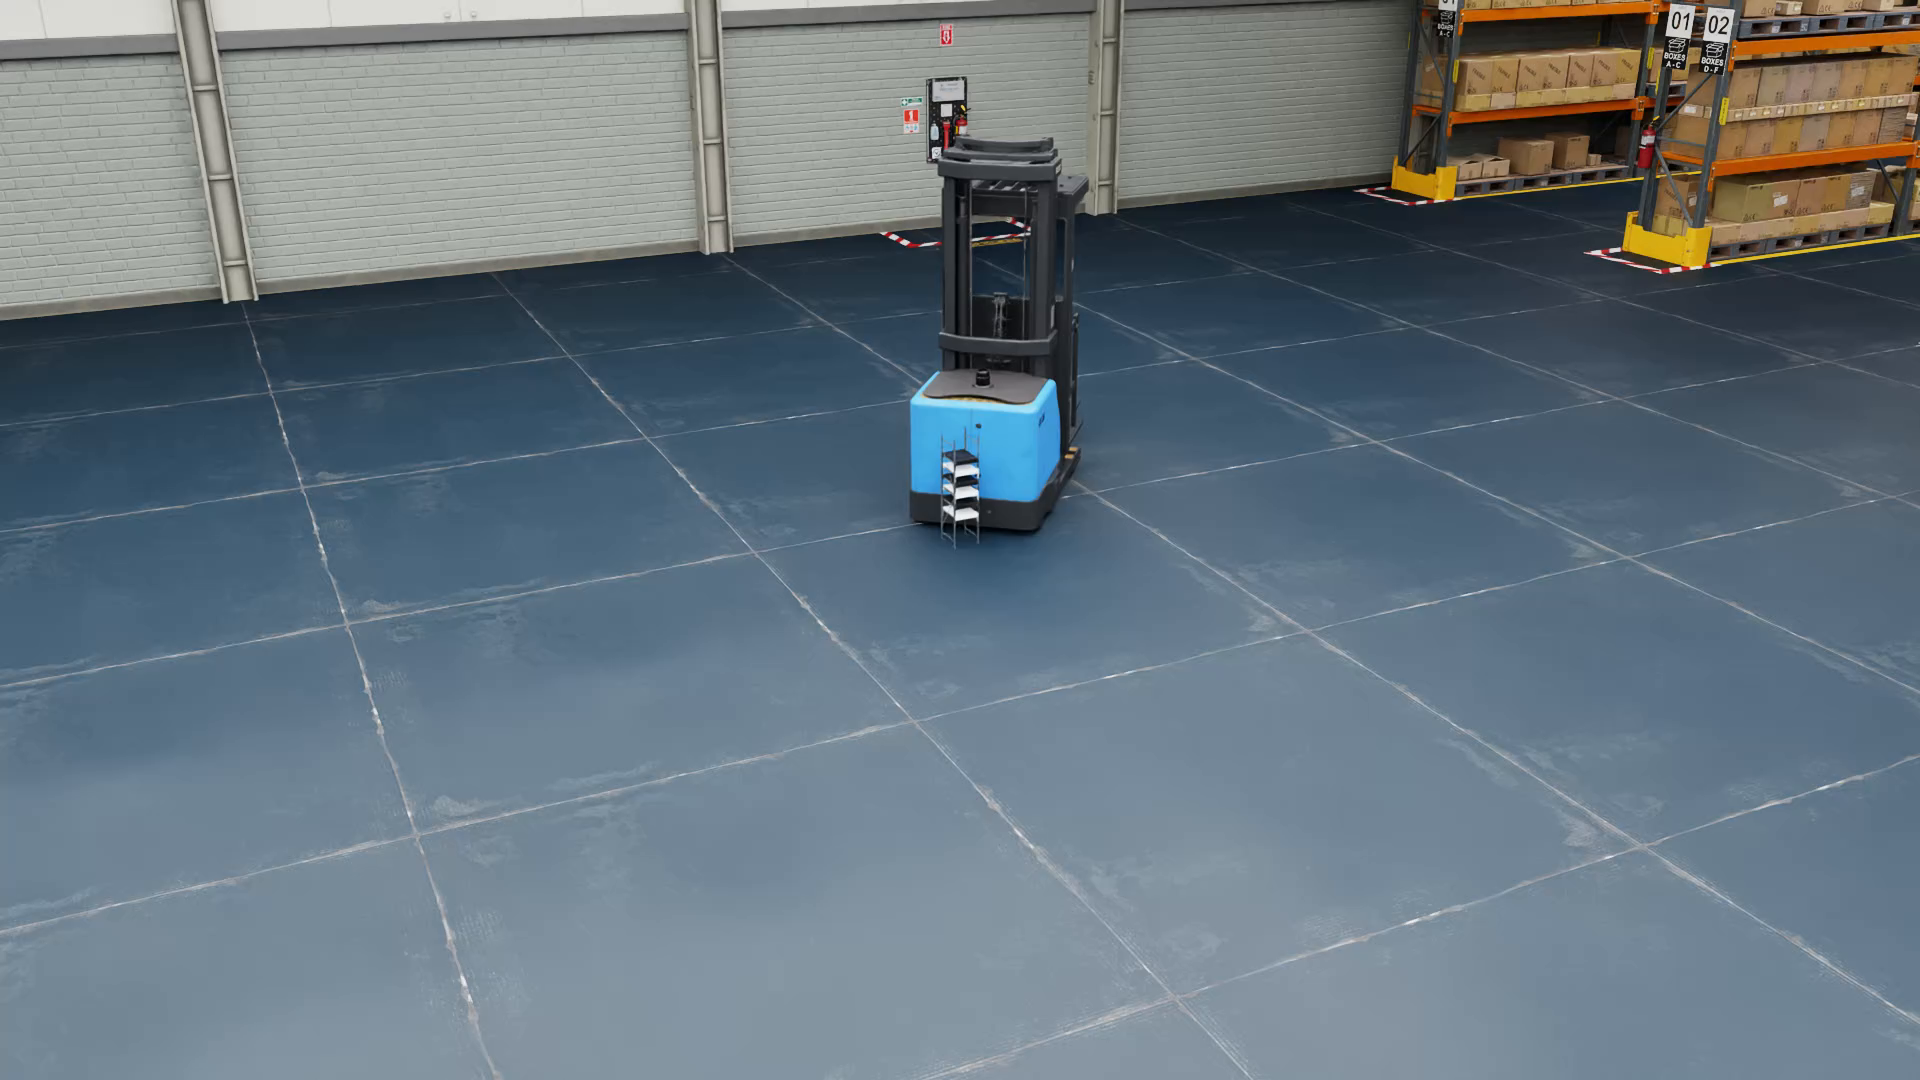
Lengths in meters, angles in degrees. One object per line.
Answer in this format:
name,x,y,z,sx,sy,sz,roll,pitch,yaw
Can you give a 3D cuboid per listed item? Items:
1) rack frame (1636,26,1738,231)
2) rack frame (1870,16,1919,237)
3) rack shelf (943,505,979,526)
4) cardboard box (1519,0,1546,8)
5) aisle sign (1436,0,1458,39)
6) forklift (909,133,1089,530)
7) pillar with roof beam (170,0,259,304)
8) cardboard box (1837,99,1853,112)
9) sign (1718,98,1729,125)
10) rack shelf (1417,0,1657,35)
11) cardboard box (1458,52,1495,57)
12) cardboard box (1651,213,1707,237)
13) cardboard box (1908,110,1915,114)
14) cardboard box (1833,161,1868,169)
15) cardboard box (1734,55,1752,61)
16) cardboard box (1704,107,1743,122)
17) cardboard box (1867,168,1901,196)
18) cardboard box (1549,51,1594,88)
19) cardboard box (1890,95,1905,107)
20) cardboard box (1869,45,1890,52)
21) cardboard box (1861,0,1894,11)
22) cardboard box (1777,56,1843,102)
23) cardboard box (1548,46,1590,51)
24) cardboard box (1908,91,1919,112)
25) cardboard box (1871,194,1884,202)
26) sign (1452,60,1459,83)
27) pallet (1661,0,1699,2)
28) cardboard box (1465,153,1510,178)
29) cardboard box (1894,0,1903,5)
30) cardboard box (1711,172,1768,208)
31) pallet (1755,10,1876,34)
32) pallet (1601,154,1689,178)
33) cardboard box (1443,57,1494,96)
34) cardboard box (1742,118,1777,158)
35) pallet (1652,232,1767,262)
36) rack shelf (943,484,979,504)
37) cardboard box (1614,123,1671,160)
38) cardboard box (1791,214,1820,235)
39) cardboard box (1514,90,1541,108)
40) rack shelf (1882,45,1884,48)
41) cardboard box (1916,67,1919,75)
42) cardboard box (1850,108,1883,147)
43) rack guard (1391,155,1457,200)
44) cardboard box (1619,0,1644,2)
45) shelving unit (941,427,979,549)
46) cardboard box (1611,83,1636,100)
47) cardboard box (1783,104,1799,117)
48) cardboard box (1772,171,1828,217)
rack frame,9.408,-5.168,21.636,0.127,3.000,1.000,-10,25,-24
rack frame,13.013,-5.831,23.239,0.127,3.000,1.000,-10,25,-24
rack shelf,-0.002,-0.204,12.947,0.200,0.077,0.258,-11,25,-24
cardboard box,8.632,-8.449,25.484,0.500,0.500,0.500,-9,24,-21
aisle sign,7.322,-7.960,24.982,0.004,0.787,0.394,-10,25,-24
forklift,0.448,-1.964,13.985,1.130,2.935,3.031,5,23,13
pillar with roof beam,-6.840,-5.591,14.814,0.400,9.000,9.100,-10,25,-24
cardboard box,11.716,-5.848,22.300,0.250,0.149,0.380,-10,24,-22
sign,9.644,-5.412,20.990,0.005,0.325,0.100,-10,25,-24
rack shelf,9.059,-8.260,26.124,4.000,0.370,1.077,-10,25,-24
cardboard box,8.047,-7.392,26.199,0.500,0.500,0.500,-10,25,-23
cardboard box,9.763,-4.282,22.542,0.500,0.250,0.500,-10,25,-24
cardboard box,13.725,-5.978,23.769,0.258,0.266,0.396,-11,25,-25
cardboard box,12.459,-5.132,23.616,0.500,0.500,0.500,-10,25,-24
cardboard box,12.933,-8.155,28.146,0.500,0.500,0.700,-10,25,-24
cardboard box,9.855,-5.505,21.470,0.250,0.149,0.380,-11,25,-24
cardboard box,13.253,-5.180,23.978,0.500,0.311,0.500,-10,25,-24
cardboard box,9.663,-7.475,26.398,0.500,0.500,0.500,-11,25,-25
cardboard box,12.637,-6.018,22.711,0.250,0.149,0.380,-11,25,-25
cardboard box,15.937,-8.552,29.266,0.500,0.500,0.500,-11,25,-24
cardboard box,12.044,-7.066,21.895,0.250,0.149,0.380,-10,25,-24
cardboard box,11.259,-6.151,22.185,0.500,0.500,0.700,-10,25,-24
cardboard box,9.879,-7.734,27.024,0.500,0.500,0.500,-11,25,-24
cardboard box,16.740,-7.765,30.170,0.750,0.750,0.750,-10,24,-22
cardboard box,13.260,-4.924,24.092,0.500,0.250,0.500,-11,25,-24
sign,7.492,-7.087,25.141,0.005,0.325,0.100,-10,25,-24
pallet,11.463,-8.903,26.982,1.003,0.211,1.213,-10,25,-24
cardboard box,8.433,-6.014,26.619,0.500,0.311,0.500,-8,24,-19
cardboard box,12.444,-7.530,22.556,0.500,0.500,0.500,-8,24,-19
cardboard box,10.657,-4.800,22.813,0.500,0.500,0.500,-10,25,-24
pallet,11.157,-6.825,21.833,1.213,0.211,1.003,-10,25,-24
pallet,11.562,-6.379,28.208,1.213,0.211,1.003,-10,25,-24
cardboard box,7.817,-7.136,25.581,0.500,0.500,0.500,-10,25,-24
cardboard box,10.306,-5.376,22.007,0.500,0.500,0.700,-10,24,-22
pallet,10.079,-4.021,22.510,1.213,0.211,1.003,-10,25,-24
rack shelf,-0.002,-0.370,12.878,0.200,0.077,0.258,-11,25,-24
cardboard box,11.517,-6.714,28.064,0.500,0.500,0.700,-10,24,-22
cardboard box,11.340,-4.352,22.711,0.500,0.250,0.500,-10,25,-24
cardboard box,8.757,-6.959,26.134,0.500,0.250,0.500,-11,25,-24
rack shelf,14.815,-7.217,23.604,4.000,0.370,1.077,-10,25,-24
cardboard box,16.956,-8.445,29.856,0.250,0.149,0.380,-10,25,-24
cardboard box,12.143,-5.712,22.820,0.500,0.500,0.700,-11,25,-24
rack guard,7.325,-5.732,26.267,0.348,0.500,1.175,-10,25,-24
cardboard box,10.511,-8.810,26.355,0.500,0.500,0.500,-10,24,-22
shelving unit,-0.002,-0.401,12.865,0.210,0.900,0.258,-11,25,-24
cardboard box,10.565,-7.295,26.944,0.500,0.250,0.500,-10,25,-23
cardboard box,10.785,-5.676,21.885,0.250,0.149,0.380,-11,25,-25
cardboard box,11.341,-4.698,22.566,0.500,0.500,0.500,-10,25,-24
